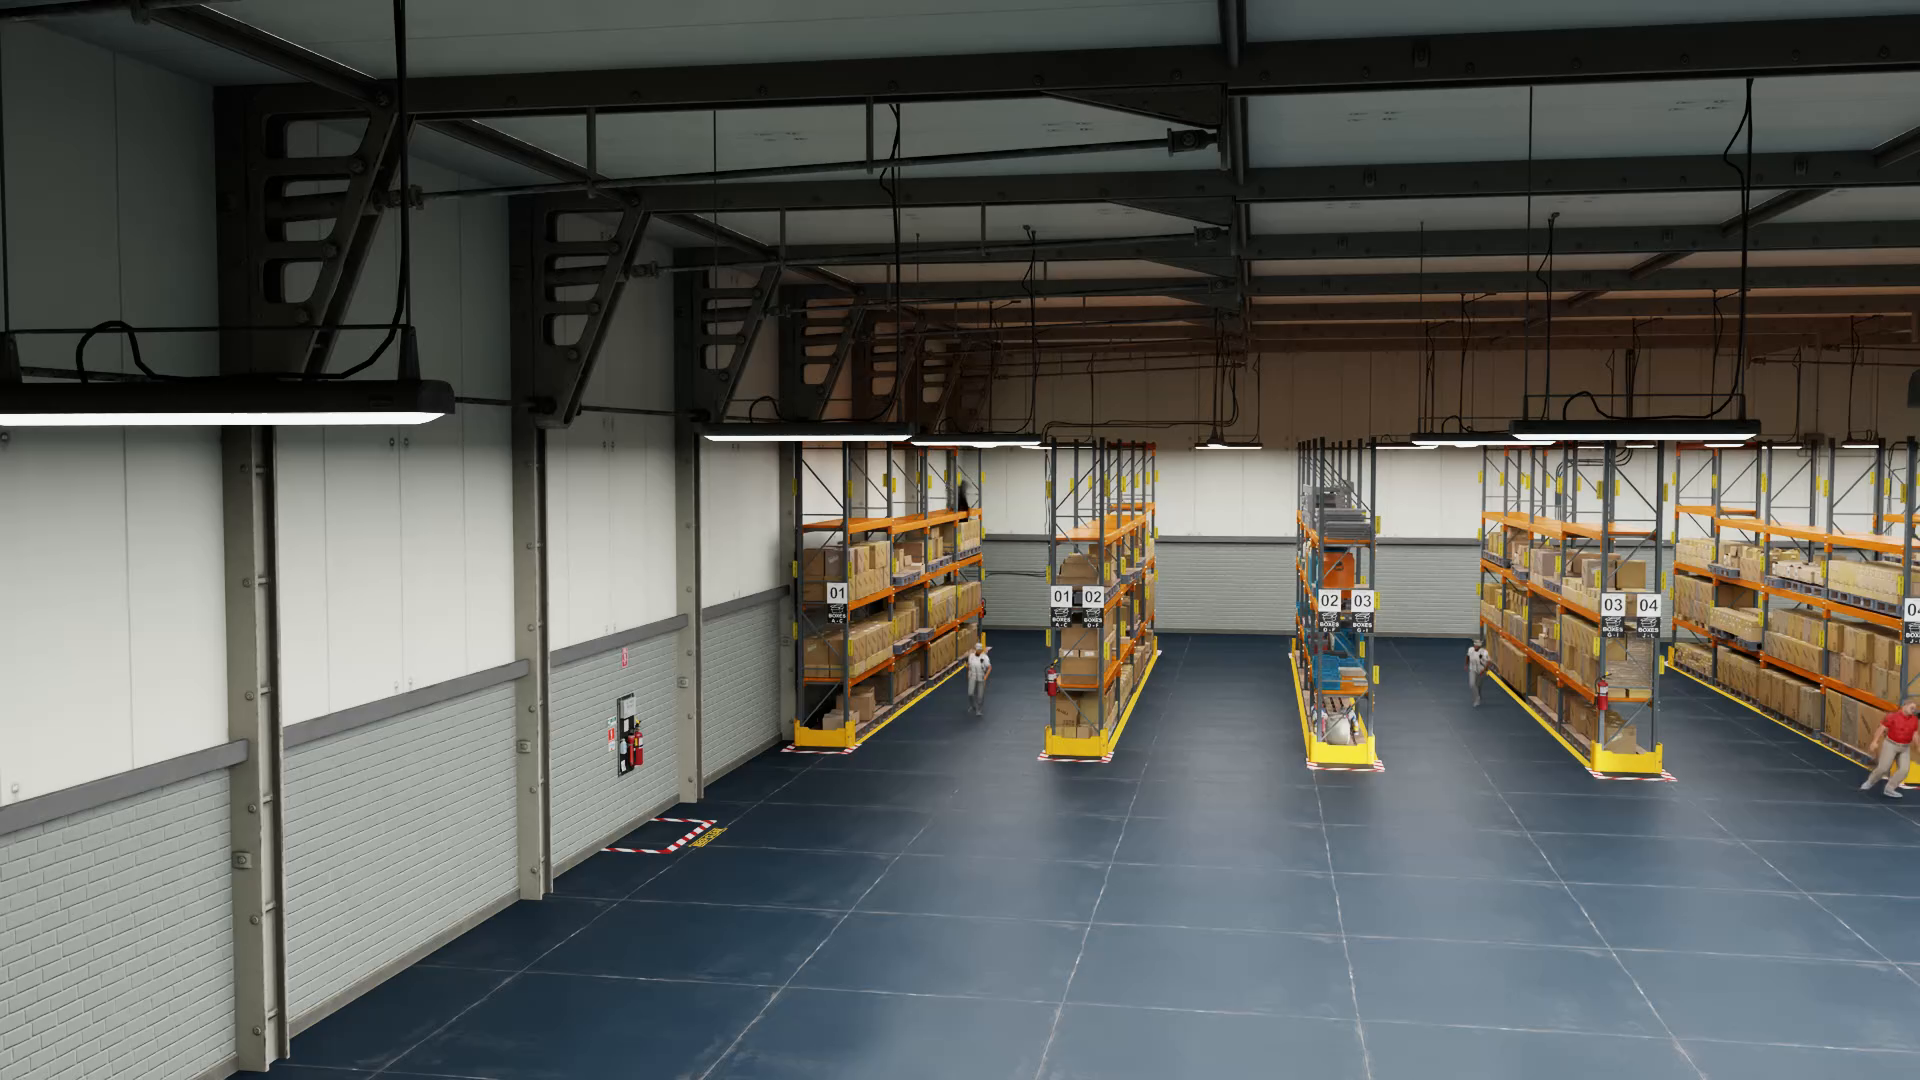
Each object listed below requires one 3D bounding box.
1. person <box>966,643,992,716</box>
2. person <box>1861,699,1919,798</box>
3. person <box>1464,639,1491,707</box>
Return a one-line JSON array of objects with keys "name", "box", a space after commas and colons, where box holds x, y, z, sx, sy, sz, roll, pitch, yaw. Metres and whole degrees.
[{"name": "person", "box": [0.397, 3.010, 35.862, 0.587, 1.601, 0.774, 0, 3, 6]}, {"name": "person", "box": [15.470, 3.430, 27.581, 0.831, 1.649, 0.647, 0, 3, -5]}, {"name": "person", "box": [11.737, 2.970, 37.663, 0.578, 1.525, 1.022, 1, 3, 24]}]
